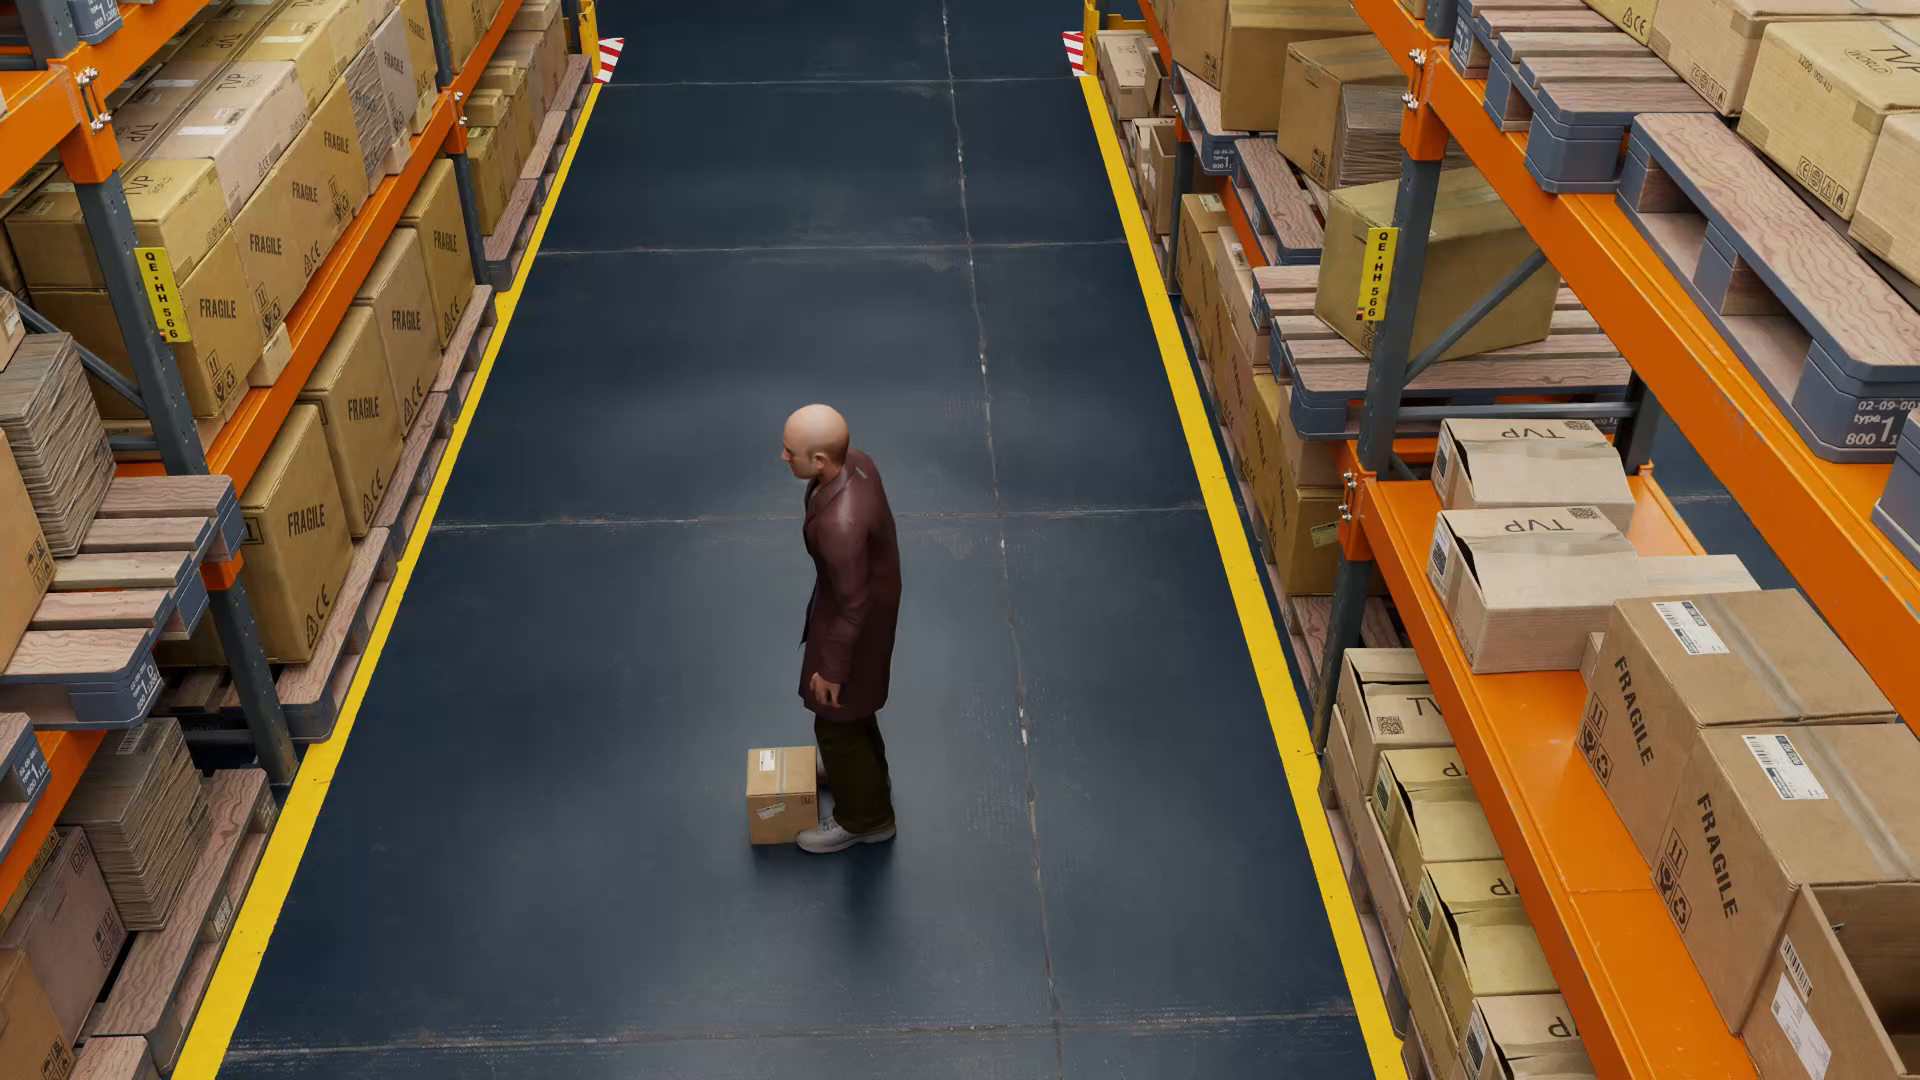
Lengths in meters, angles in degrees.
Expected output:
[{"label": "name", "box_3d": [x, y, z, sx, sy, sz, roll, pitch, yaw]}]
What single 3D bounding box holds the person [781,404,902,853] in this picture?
[{"label": "person", "box_3d": [-0.408, 0.303, 5.721, 0.424, 1.774, 0.643, -1, 35, -2]}]
